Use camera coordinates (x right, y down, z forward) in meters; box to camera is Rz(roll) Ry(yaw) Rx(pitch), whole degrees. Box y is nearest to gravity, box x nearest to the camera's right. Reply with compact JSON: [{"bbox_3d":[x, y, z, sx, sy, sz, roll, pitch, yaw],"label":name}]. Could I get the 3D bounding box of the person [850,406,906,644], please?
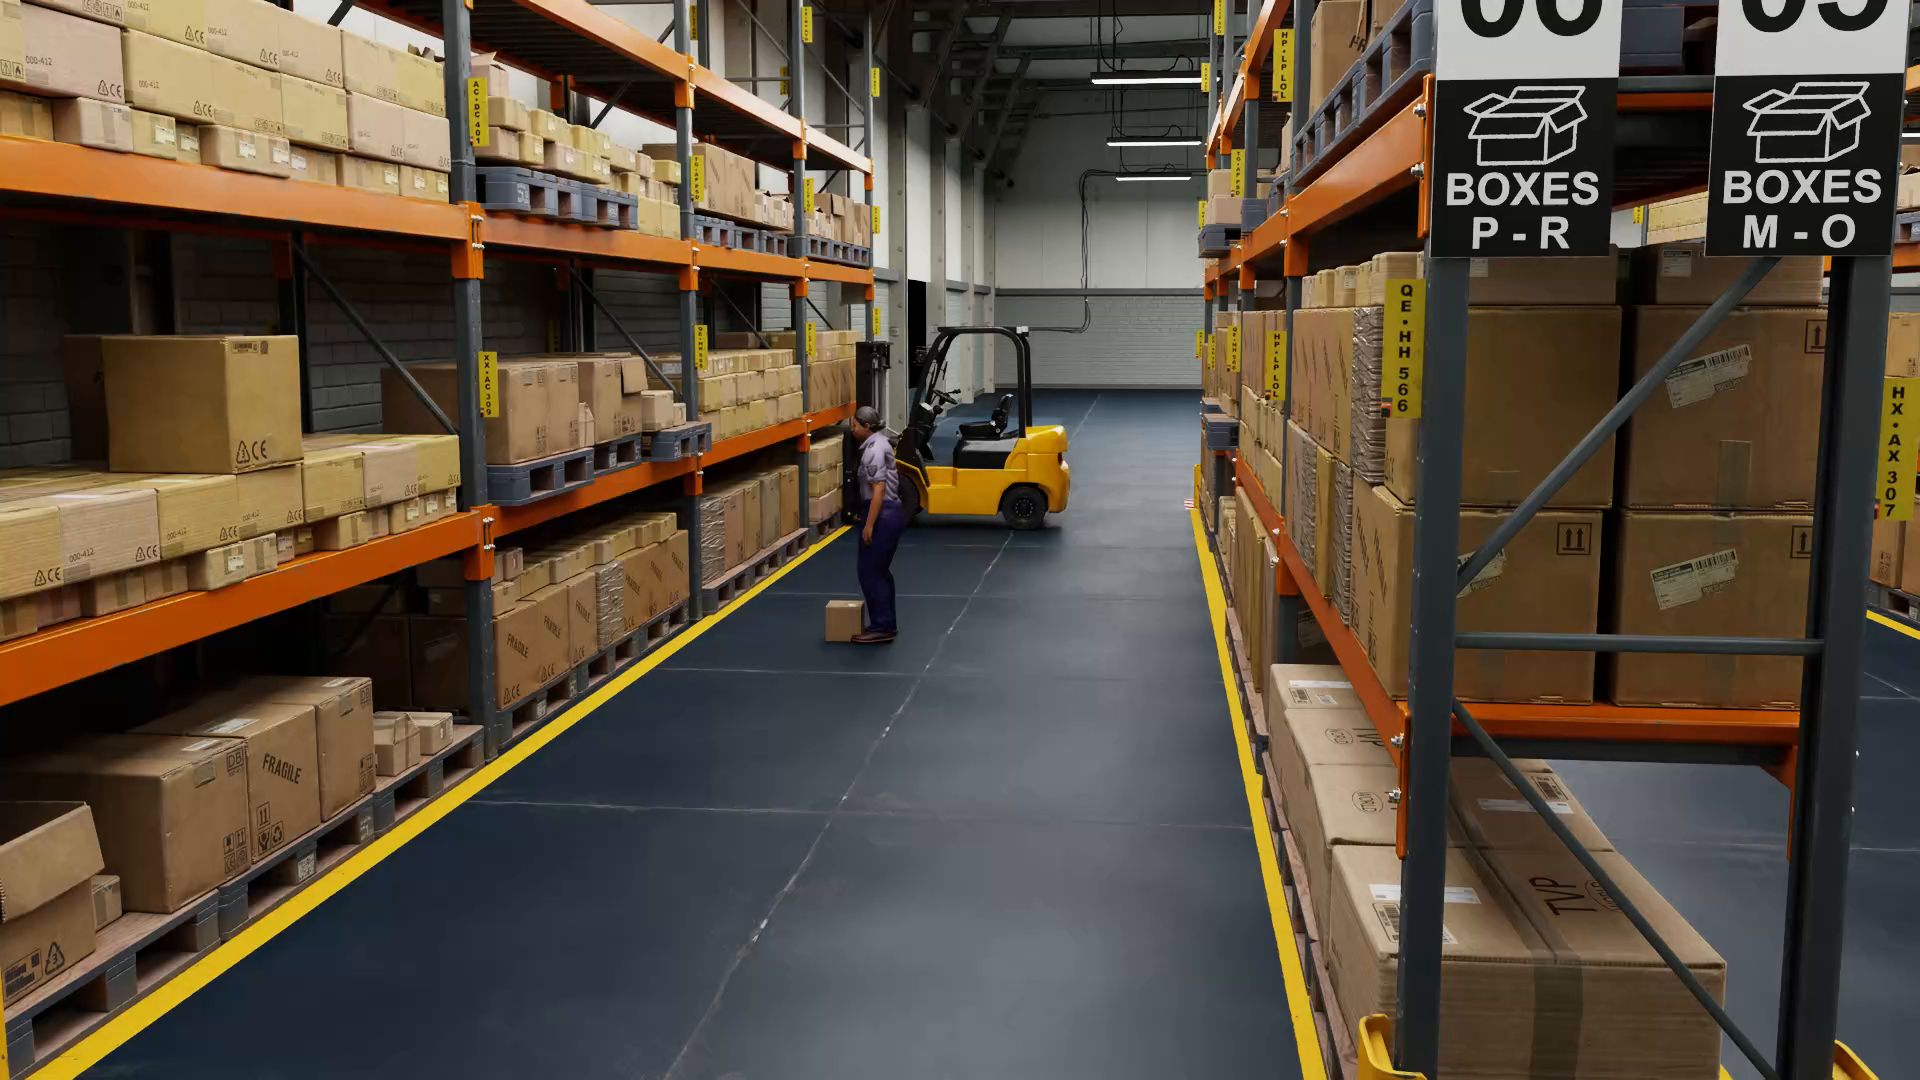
[{"bbox_3d":[-0.576,-0.117,11.691,0.367,1.651,0.550,1,8,5],"label":"person"}]
